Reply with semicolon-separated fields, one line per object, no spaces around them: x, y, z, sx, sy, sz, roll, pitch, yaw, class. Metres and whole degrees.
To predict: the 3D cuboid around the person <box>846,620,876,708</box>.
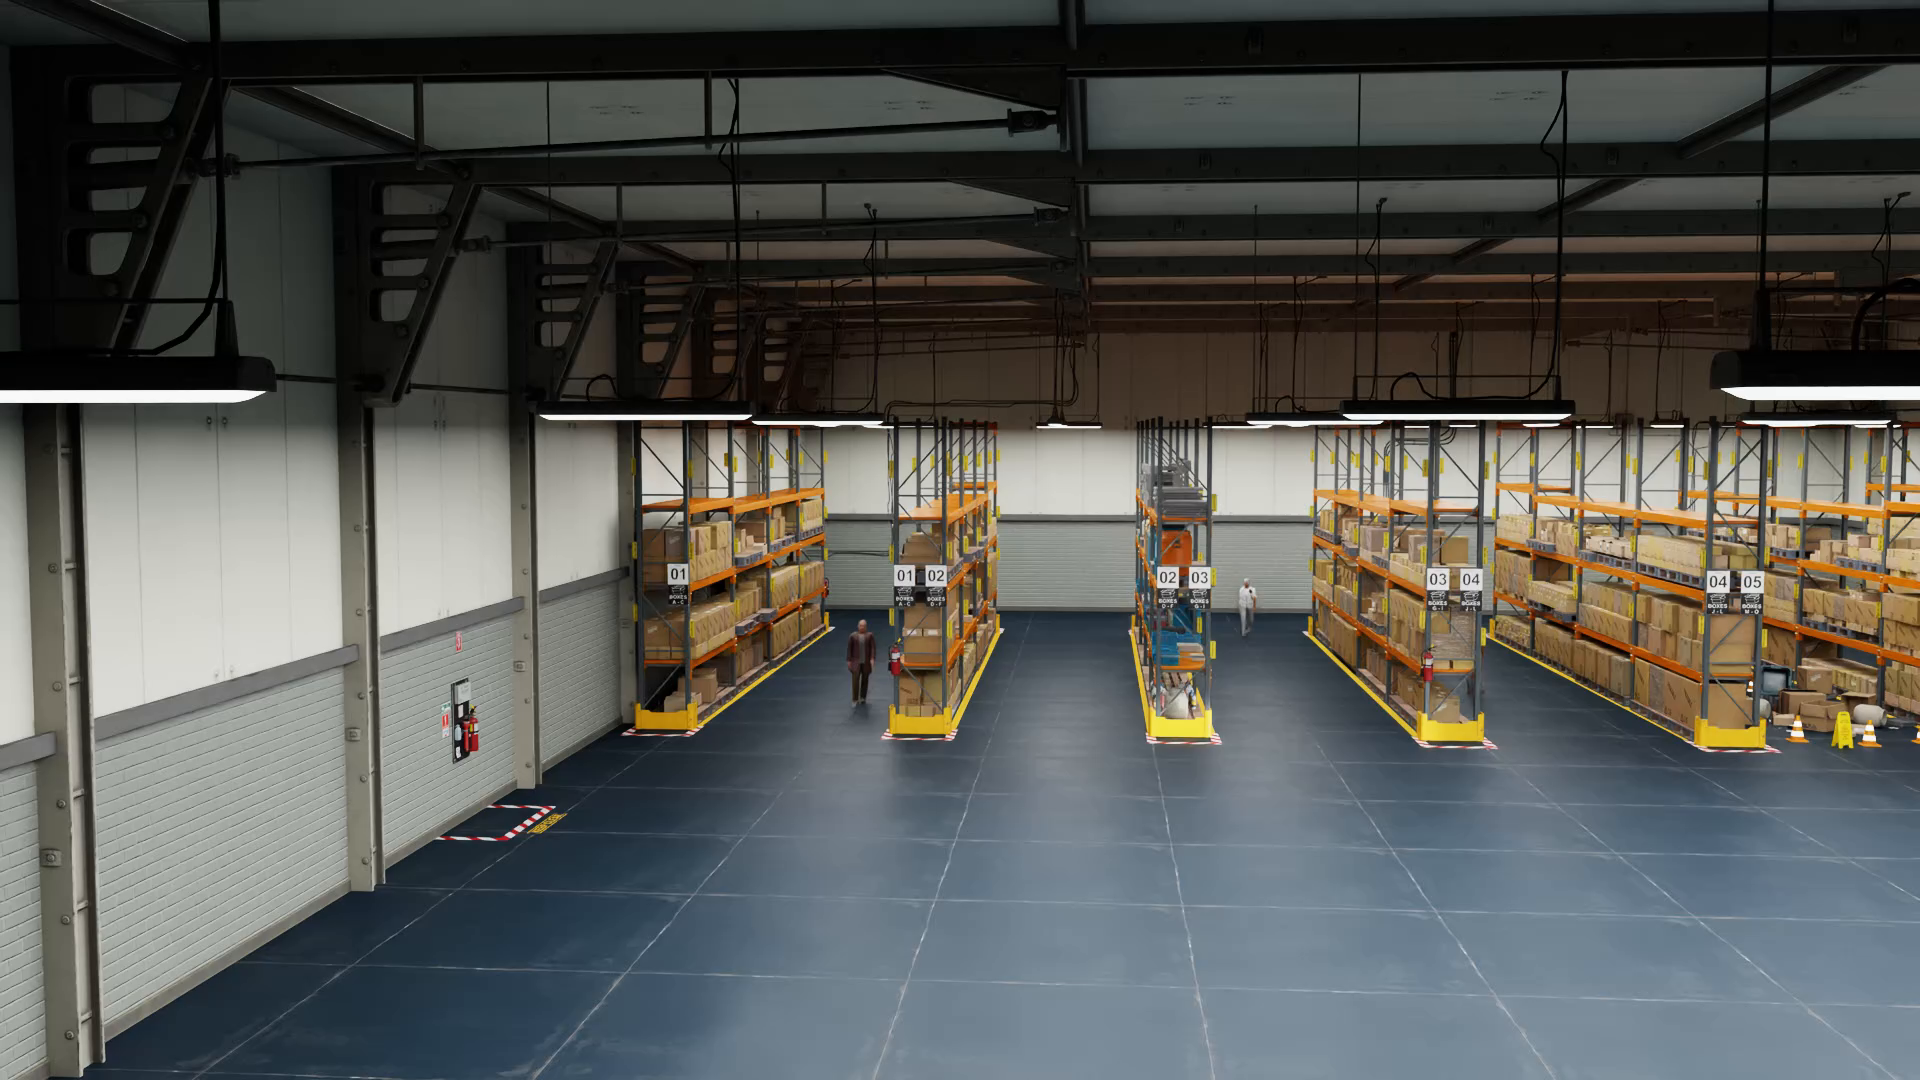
-2.053;2.568;34.727;0.612;1.780;0.814;-1;4;-12;person

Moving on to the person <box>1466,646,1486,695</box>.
11.177;2.550;36.120;0.497;1.641;0.507;0;4;5;person

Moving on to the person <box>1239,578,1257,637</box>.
8.028;1.863;46.525;0.485;1.618;0.857;0;4;2;person
